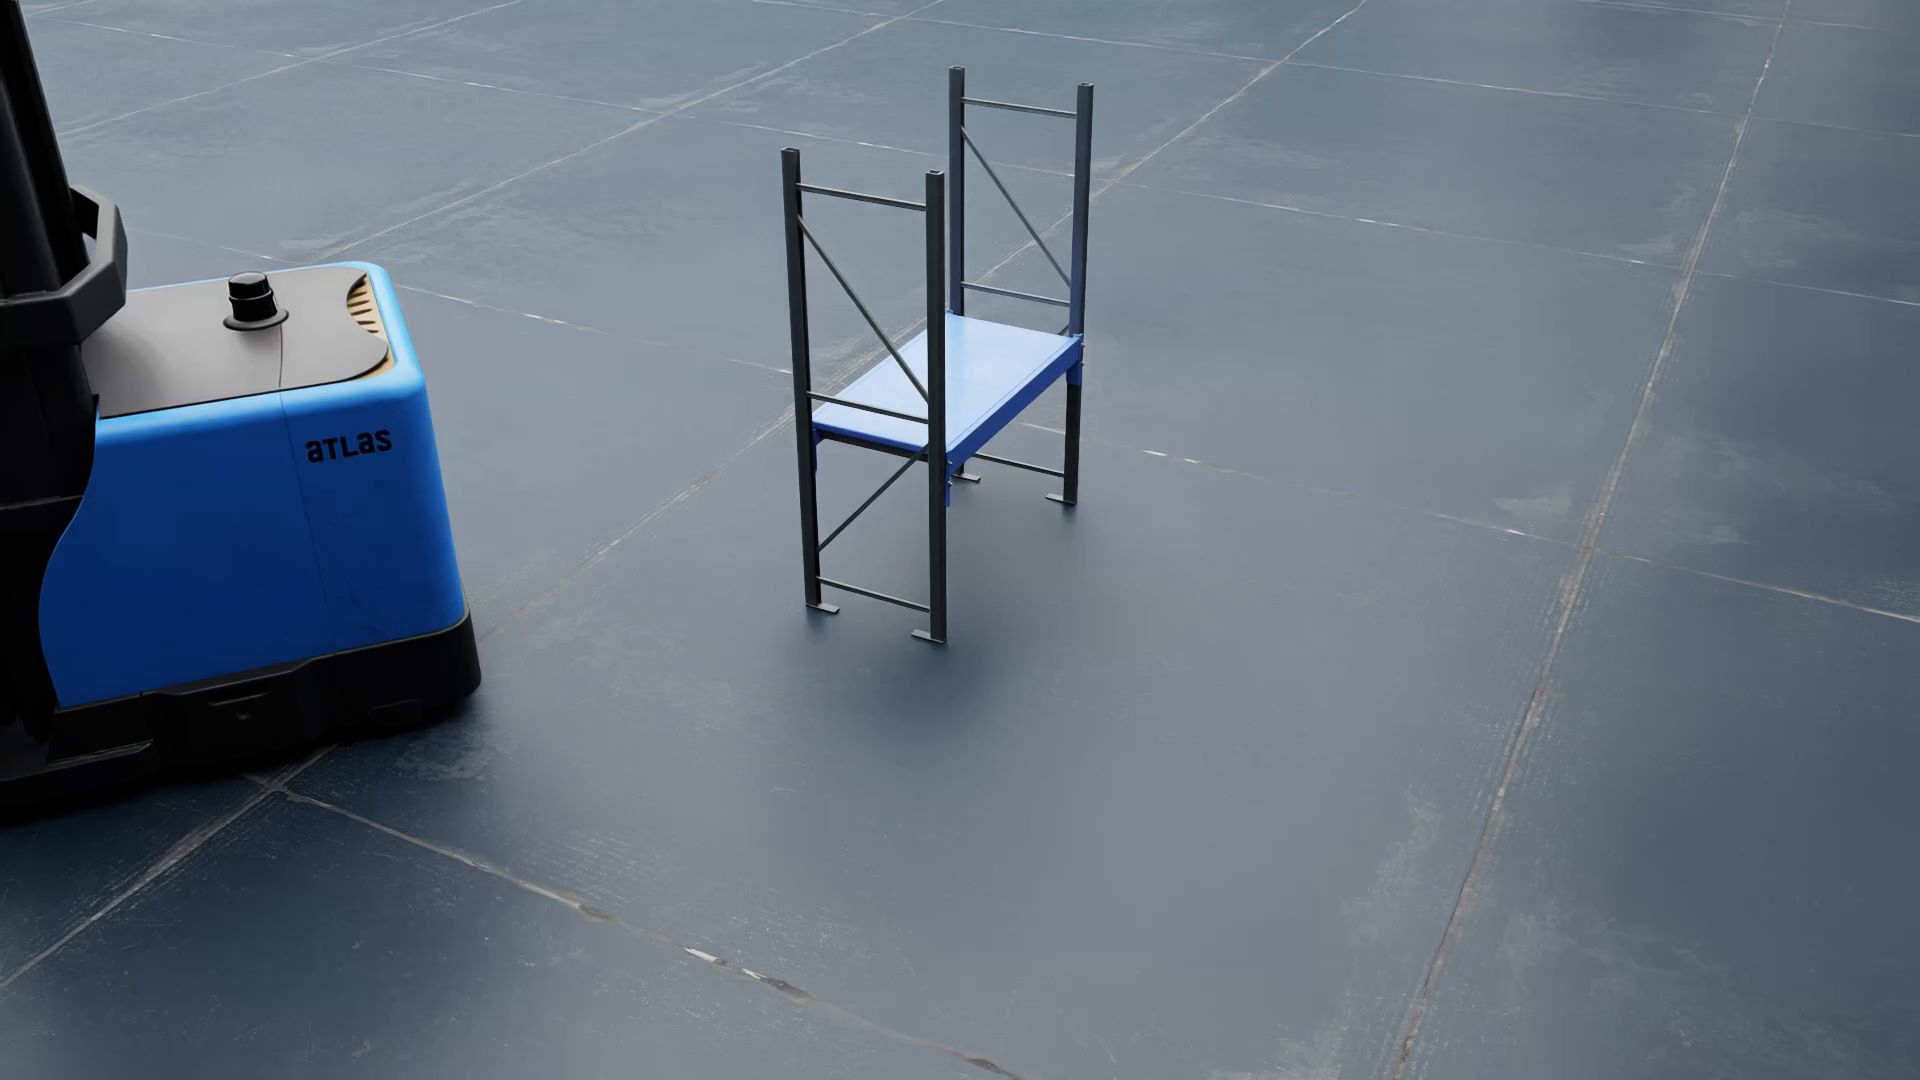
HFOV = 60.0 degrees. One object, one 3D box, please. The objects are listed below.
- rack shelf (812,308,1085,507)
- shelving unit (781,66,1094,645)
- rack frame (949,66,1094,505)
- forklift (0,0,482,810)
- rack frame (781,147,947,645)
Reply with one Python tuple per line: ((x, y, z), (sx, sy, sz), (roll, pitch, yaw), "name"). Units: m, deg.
((-0.039, -0.457, 5.400), (0.538, 0.185, 1.000), (14, 33, 23), "rack shelf")
((-0.039, -0.613, 5.311), (0.538, 1.500, 1.048), (14, 33, 23), "shelving unit")
((0.193, -0.838, 5.703), (0.500, 1.500, 0.032), (14, 33, 23), "rack frame")
((-2.971, -0.706, 4.037), (3.031, 2.935, 1.130), (-12, 32, -20), "forklift")
((-0.270, -0.387, 4.918), (0.500, 1.500, 0.032), (14, 33, 23), "rack frame")
